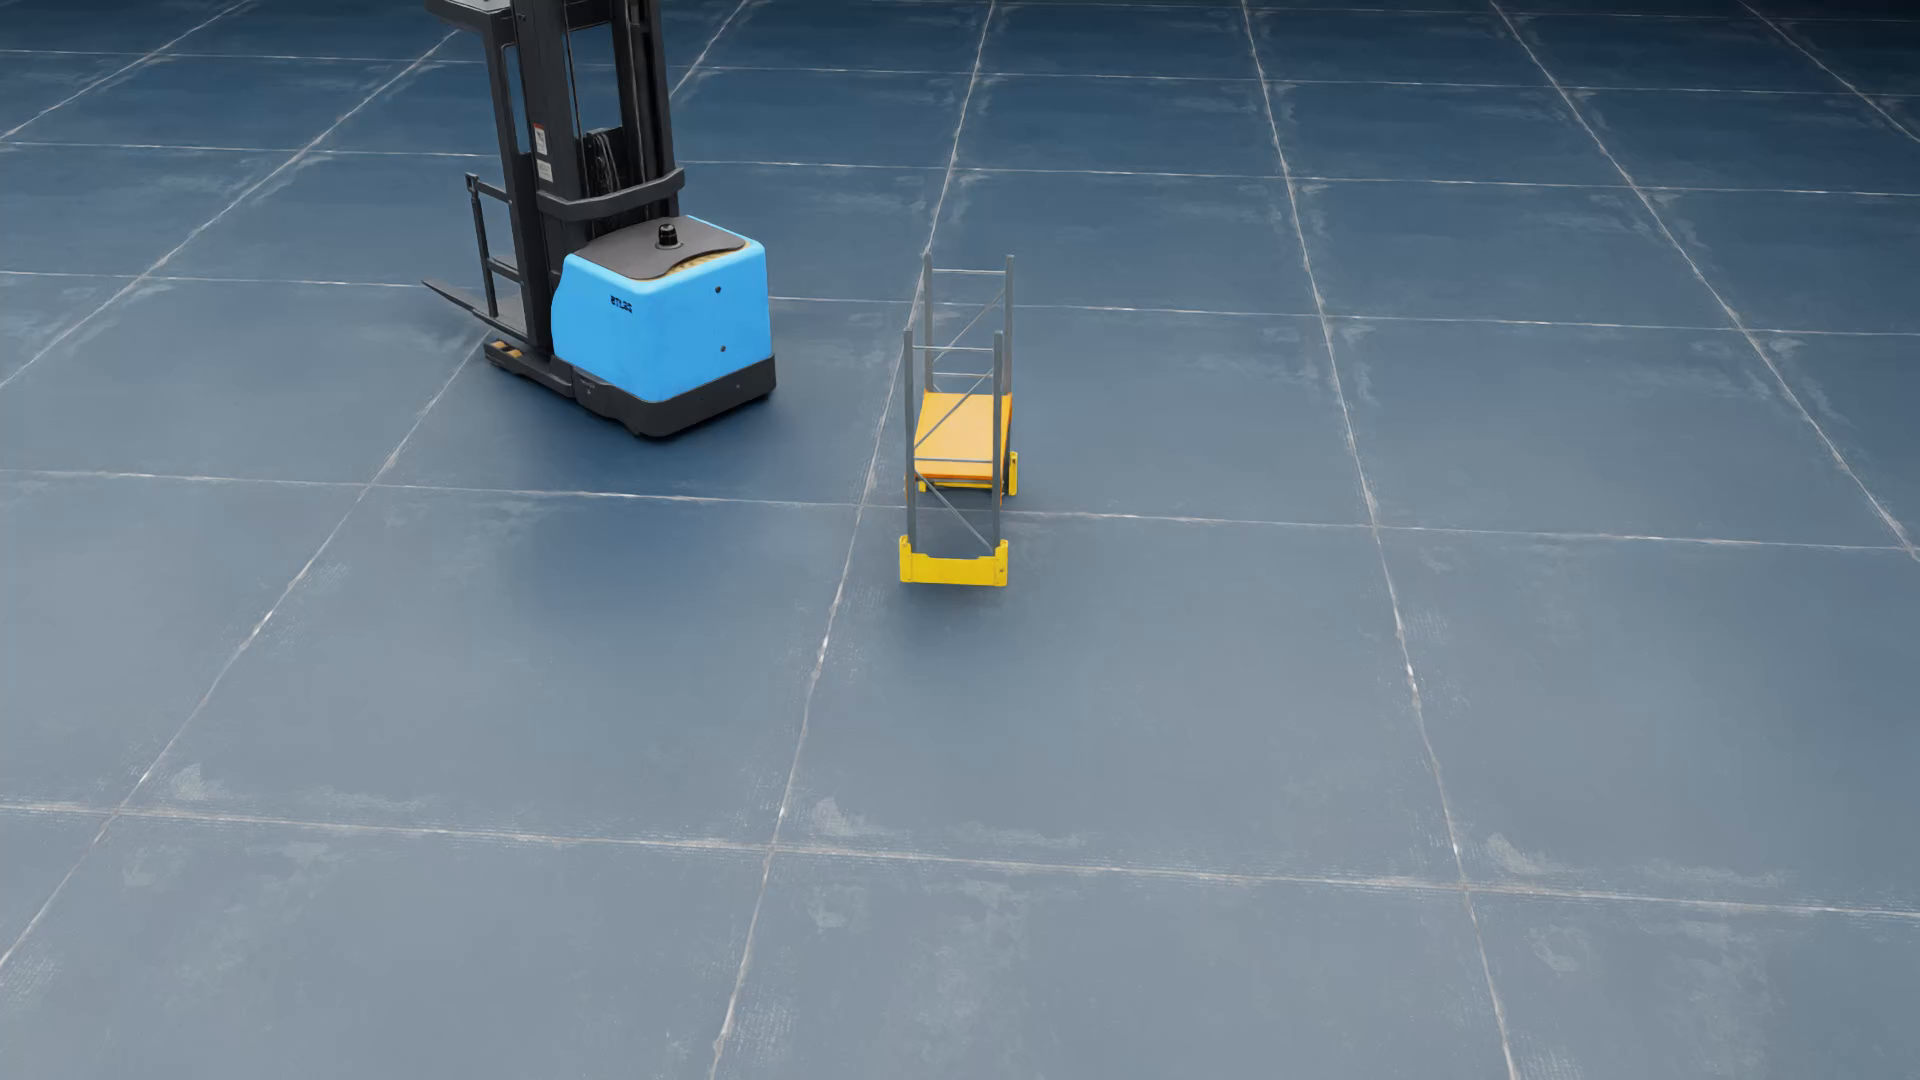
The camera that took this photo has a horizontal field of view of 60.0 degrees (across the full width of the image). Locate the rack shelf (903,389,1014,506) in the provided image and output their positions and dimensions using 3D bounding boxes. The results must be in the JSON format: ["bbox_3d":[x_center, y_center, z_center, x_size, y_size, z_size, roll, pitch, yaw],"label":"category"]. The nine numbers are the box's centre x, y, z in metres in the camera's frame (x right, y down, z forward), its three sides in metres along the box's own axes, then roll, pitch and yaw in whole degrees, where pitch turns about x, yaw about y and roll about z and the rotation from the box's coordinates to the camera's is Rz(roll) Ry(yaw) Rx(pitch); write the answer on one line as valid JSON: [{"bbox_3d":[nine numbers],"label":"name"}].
[{"bbox_3d":[0.007,-0.530,9.304,0.538,0.185,1.000,2,32,4],"label":"rack shelf"}]

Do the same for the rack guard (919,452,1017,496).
[{"bbox_3d":[0.047,-0.407,9.952,0.587,0.250,0.087,2,32,4],"label":"rack guard"}]

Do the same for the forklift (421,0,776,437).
[{"bbox_3d":[-2.637,-2.557,10.886,3.031,2.935,1.130,26,40,36],"label":"forklift"}]

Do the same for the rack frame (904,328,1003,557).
[{"bbox_3d":[-0.034,-0.417,8.778,0.500,1.500,0.032,2,32,4],"label":"rack frame"}]

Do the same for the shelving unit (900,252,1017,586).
[{"bbox_3d":[0.006,-0.678,9.201,0.587,1.500,1.083,2,32,4],"label":"shelving unit"}]

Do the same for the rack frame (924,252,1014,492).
[{"bbox_3d":[0.048,-0.949,9.641,0.500,1.500,0.032,2,32,4],"label":"rack frame"}]

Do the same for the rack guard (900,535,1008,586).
[{"bbox_3d":[-0.034,0.114,9.107,0.587,0.250,0.087,2,32,4],"label":"rack guard"}]
